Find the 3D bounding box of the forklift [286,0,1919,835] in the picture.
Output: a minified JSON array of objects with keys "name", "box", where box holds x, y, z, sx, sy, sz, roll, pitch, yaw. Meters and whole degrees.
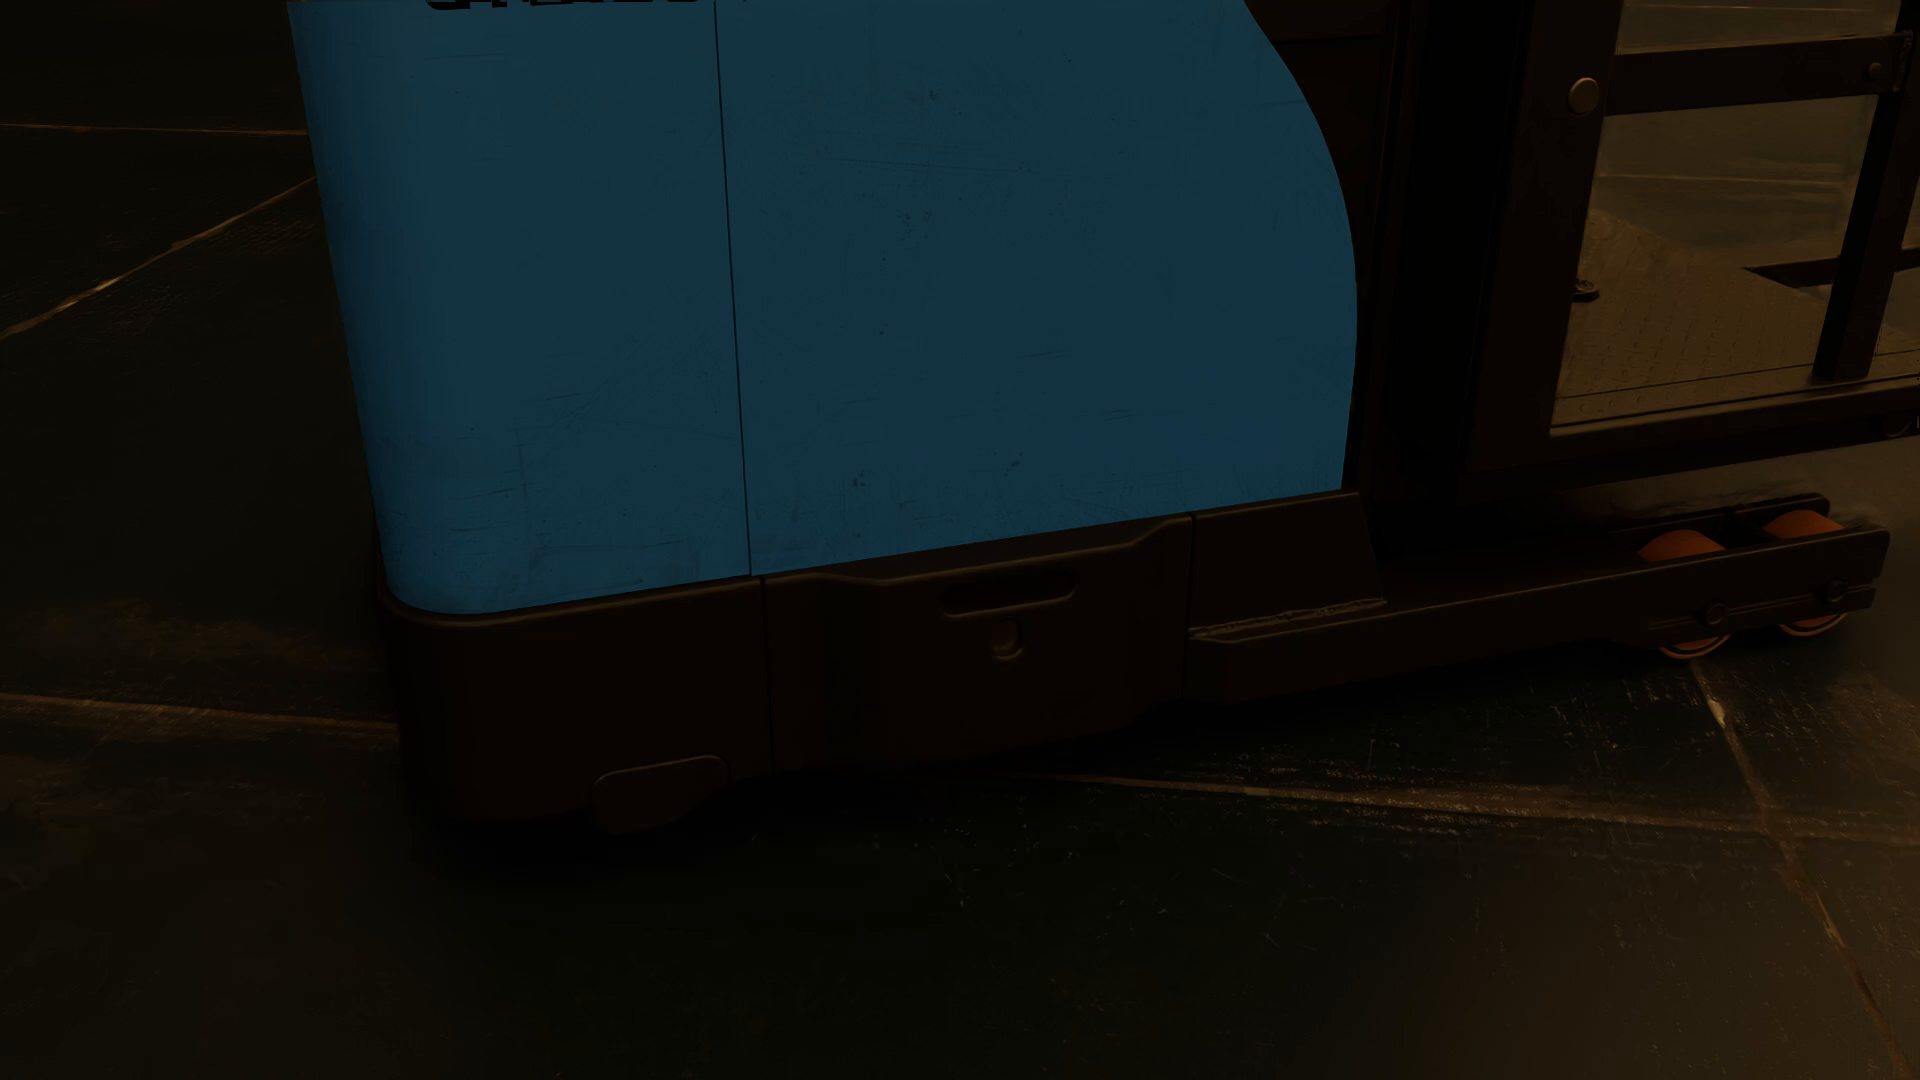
[{"name":"forklift","box":[0.712,-1.370,1.964,3.031,2.935,1.130,-8,28,-16]}]
